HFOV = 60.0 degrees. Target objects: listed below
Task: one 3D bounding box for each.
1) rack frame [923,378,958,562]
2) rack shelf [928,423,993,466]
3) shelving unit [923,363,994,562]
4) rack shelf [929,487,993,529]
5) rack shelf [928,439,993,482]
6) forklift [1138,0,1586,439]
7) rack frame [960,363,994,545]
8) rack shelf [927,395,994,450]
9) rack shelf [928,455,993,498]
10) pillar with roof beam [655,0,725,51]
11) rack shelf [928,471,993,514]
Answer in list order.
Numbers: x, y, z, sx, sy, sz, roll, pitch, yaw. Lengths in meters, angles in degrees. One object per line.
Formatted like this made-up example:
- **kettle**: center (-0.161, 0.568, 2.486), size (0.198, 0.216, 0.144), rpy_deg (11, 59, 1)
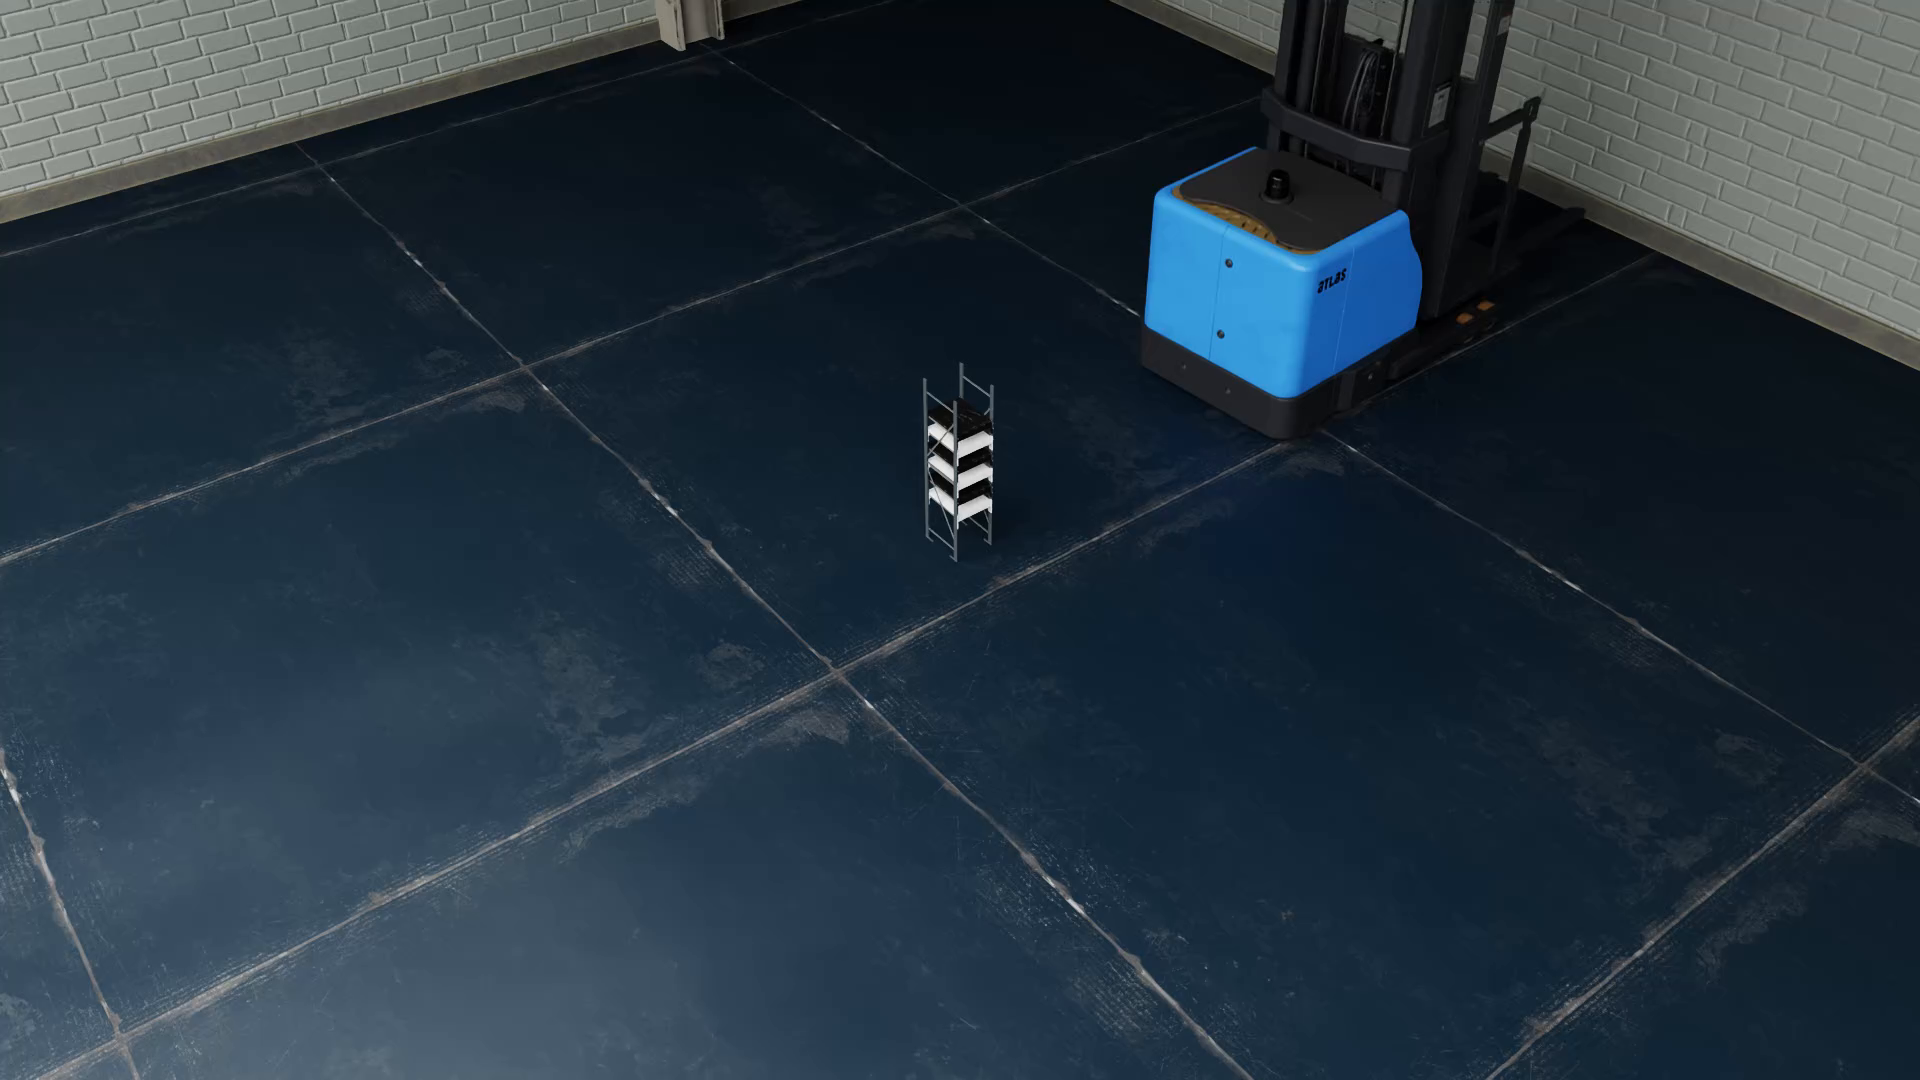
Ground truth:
- **rack frame**: center (-0.087, -0.305, 7.546), size (0.006, 0.900, 0.240), rpy_deg (-26, 46, -28)
- **rack shelf**: center (-0.006, -0.458, 7.501), size (0.200, 0.077, 0.258), rpy_deg (-26, 46, -28)
- **shelving unit**: center (-0.006, -0.345, 7.594), size (0.210, 0.900, 0.258), rpy_deg (-26, 46, -28)
- **rack shelf**: center (-0.006, -0.180, 7.730), size (0.200, 0.077, 0.258), rpy_deg (-26, 46, -28)
- **rack shelf**: center (-0.006, -0.389, 7.558), size (0.200, 0.077, 0.258), rpy_deg (-26, 46, -28)
- **forklift**: center (2.392, -2.446, 8.555), size (3.031, 2.935, 1.130), rpy_deg (-30, 48, -31)
- **rack frame**: center (0.074, -0.384, 7.642), size (0.006, 0.900, 0.240), rpy_deg (-26, 46, -28)
- **rack shelf**: center (-0.006, -0.528, 7.444), size (0.200, 0.077, 0.258), rpy_deg (-26, 46, -28)
- **rack shelf**: center (-0.006, -0.319, 7.615), size (0.200, 0.077, 0.258), rpy_deg (-26, 46, -28)
- **pillar with roof beam**: center (0.615, -5.079, 6.980), size (0.400, 9.000, 9.100), rpy_deg (-26, 46, -28)
- **rack shelf**: center (-0.006, -0.249, 7.672), size (0.200, 0.077, 0.258), rpy_deg (-26, 46, -28)
